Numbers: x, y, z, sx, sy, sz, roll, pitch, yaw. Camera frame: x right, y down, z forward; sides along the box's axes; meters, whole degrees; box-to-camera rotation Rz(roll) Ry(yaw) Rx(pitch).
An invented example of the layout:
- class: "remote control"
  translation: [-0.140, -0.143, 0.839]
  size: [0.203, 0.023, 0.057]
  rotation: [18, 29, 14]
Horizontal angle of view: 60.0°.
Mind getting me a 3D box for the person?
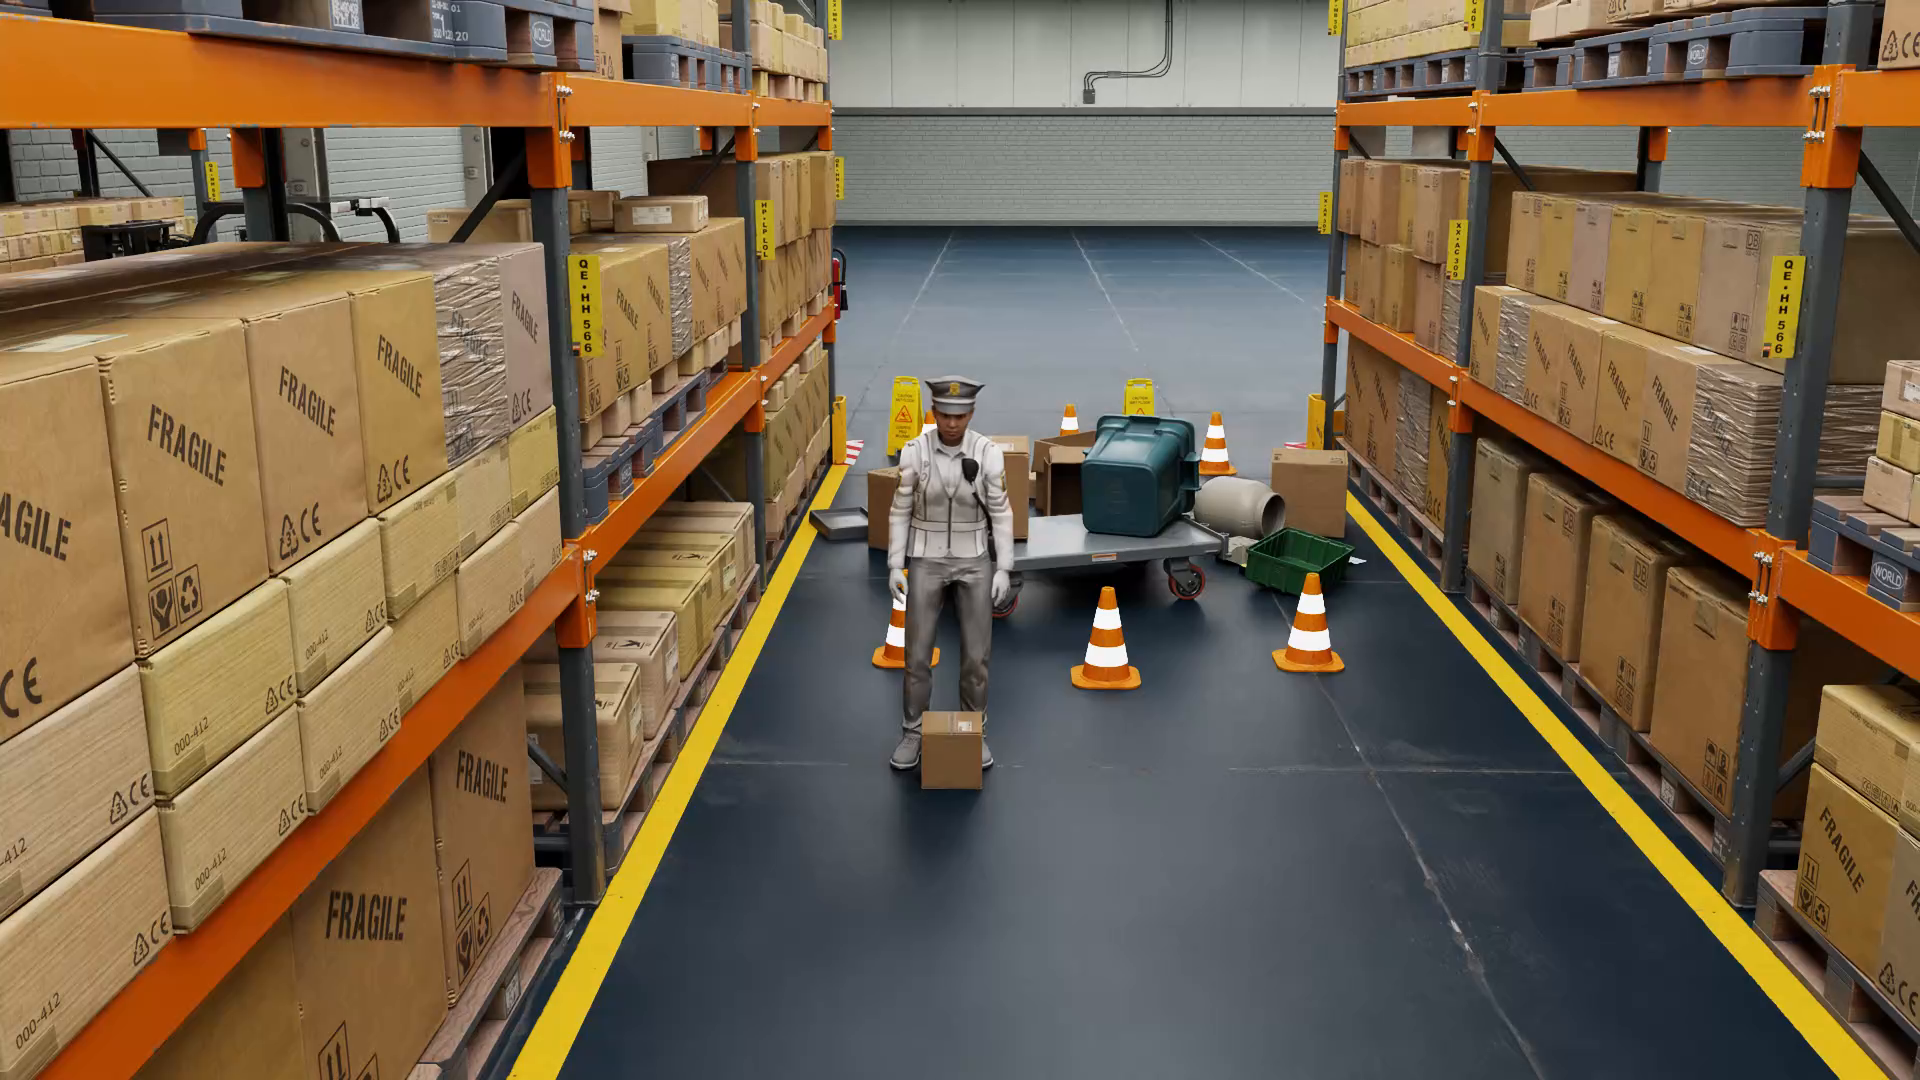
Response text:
- class: "person"
  translation: [-0.039, 0.130, 6.972]
  size: [0.529, 1.664, 0.371]
  rotation: [0, 14, 2]
